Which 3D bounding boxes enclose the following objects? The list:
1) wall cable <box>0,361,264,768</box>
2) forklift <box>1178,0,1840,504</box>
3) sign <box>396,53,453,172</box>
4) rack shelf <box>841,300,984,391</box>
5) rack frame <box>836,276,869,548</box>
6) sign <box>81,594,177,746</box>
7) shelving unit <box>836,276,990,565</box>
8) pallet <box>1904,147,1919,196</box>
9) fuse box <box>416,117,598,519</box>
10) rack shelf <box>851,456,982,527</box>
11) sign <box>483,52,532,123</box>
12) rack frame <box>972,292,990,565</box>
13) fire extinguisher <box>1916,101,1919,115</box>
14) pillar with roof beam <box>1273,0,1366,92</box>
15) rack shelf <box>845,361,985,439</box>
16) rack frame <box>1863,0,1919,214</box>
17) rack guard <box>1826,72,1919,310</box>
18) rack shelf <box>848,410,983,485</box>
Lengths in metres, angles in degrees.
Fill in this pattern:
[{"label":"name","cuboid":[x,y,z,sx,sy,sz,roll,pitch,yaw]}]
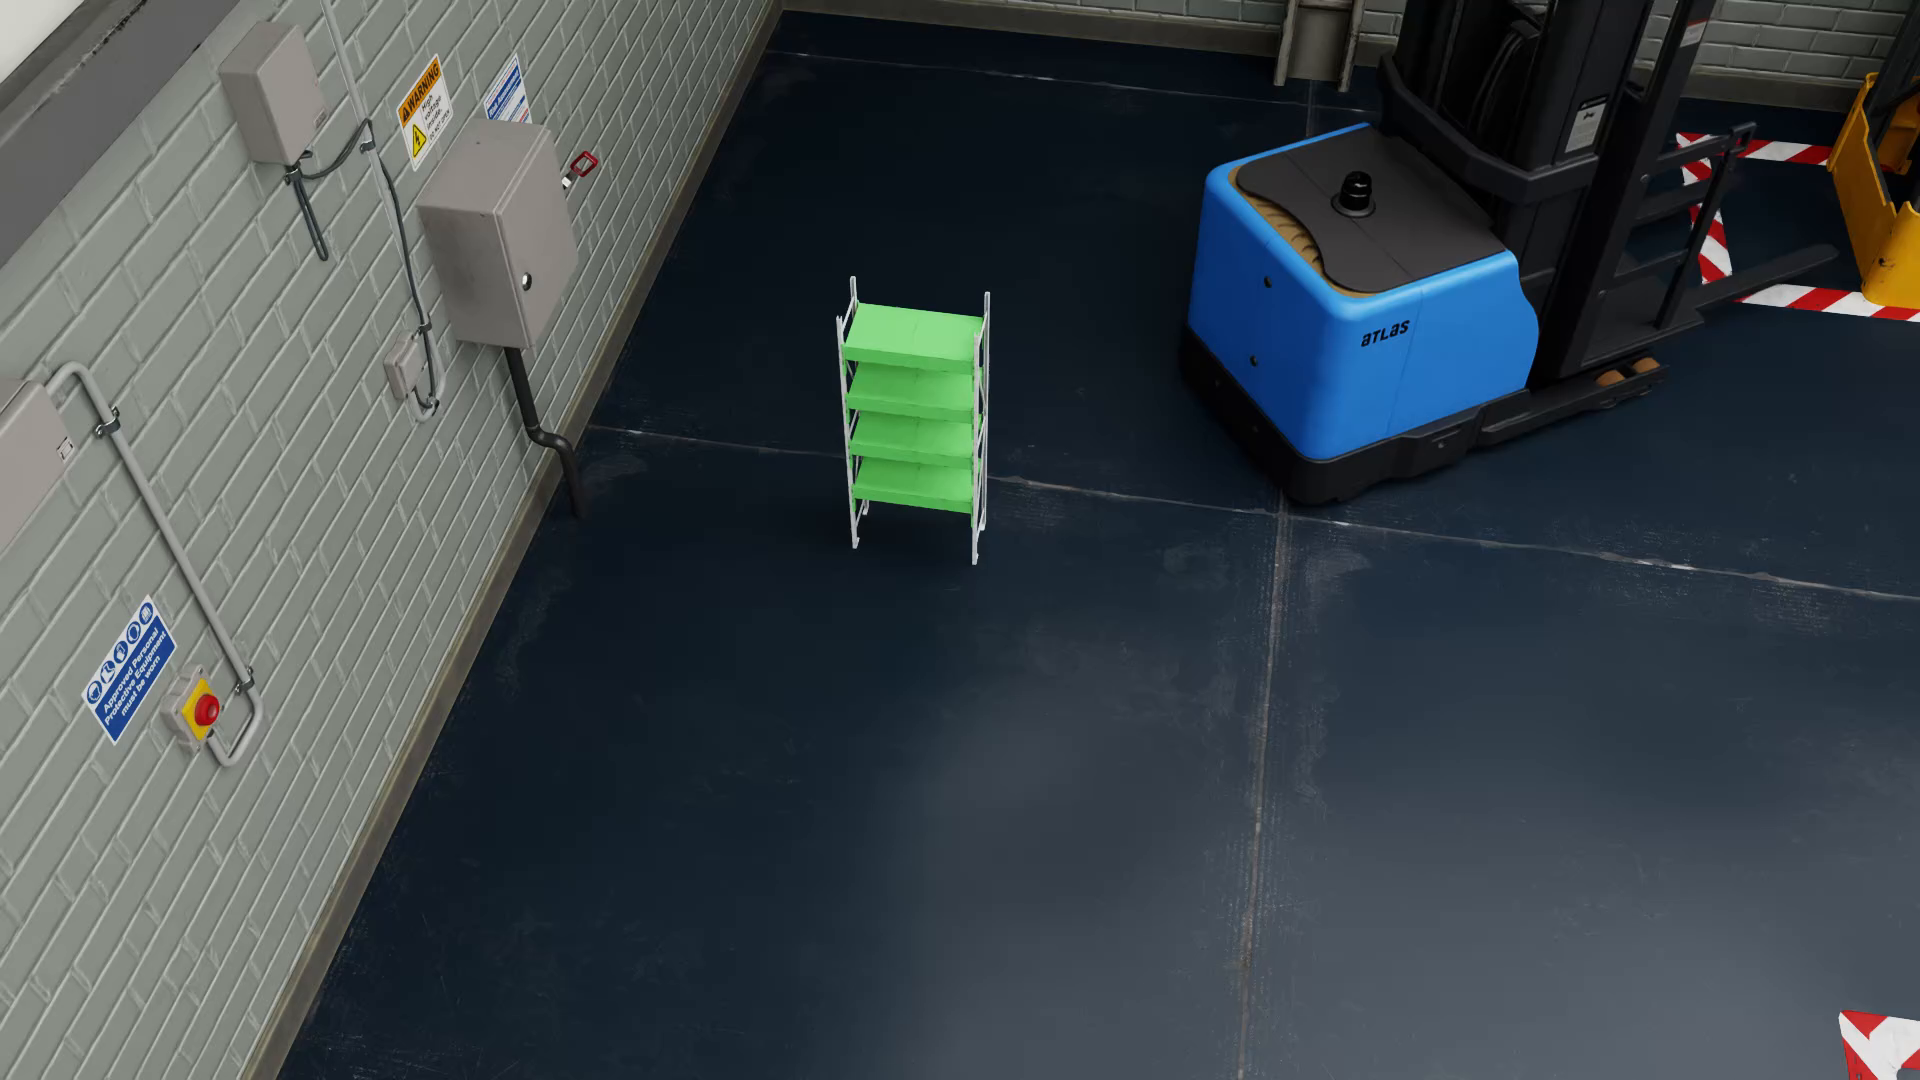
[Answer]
[{"label":"wall cable","cuboid":[-2.038,0.042,3.963,0.123,1.953,0.585,8,49,7]},{"label":"forklift","cuboid":[2.519,-1.888,6.448,3.031,2.935,1.130,-20,51,-17]},{"label":"sign","cuboid":[-1.734,-1.389,5.398,0.001,0.242,0.339,8,49,7]},{"label":"rack shelf","cuboid":[-0.163,-0.701,5.986,0.480,0.148,0.258,8,49,7]},{"label":"rack frame","cuboid":[-0.403,-0.455,6.324,0.015,1.200,0.240,8,49,7]},{"label":"sign","cuboid":[-2.107,0.329,4.228,0.001,0.218,0.327,8,49,7]},{"label":"shelving unit","cuboid":[-0.163,-0.423,6.295,0.503,1.200,0.258,8,49,7]},{"label":"pallet","cuboid":[5.254,-1.466,7.897,1.213,0.211,1.003,8,49,7]},{"label":"fuse box","cuboid":[-1.521,-0.695,6.196,0.414,1.711,0.539,8,49,7]},{"label":"rack shelf","cuboid":[-0.163,-0.220,6.521,0.480,0.148,0.258,8,49,7]},{"label":"sign","cuboid":[-1.637,-1.483,6.102,0.001,0.494,0.329,8,49,7]},{"label":"rack frame","cuboid":[0.077,-0.391,6.266,0.015,1.200,0.240,8,49,7]},{"label":"fire extinguisher","cuboid":[4.167,-2.043,6.844,0.183,0.674,0.296,8,49,7]},{"label":"pillar with roof beam","cuboid":[1.135,-2.383,2.813,0.400,9.000,9.100,8,49,7]},{"label":"rack shelf","cuboid":[-0.163,-0.541,6.164,0.480,0.148,0.258,8,49,7]},{"label":"rack frame","cuboid":[4.394,-2.513,6.963,0.127,3.000,1.000,8,49,7]},{"label":"rack guard","cuboid":[4.469,-1.667,7.884,0.348,0.500,1.175,8,49,7]},{"label":"rack shelf","cuboid":[-0.163,-0.380,6.343,0.480,0.148,0.258,8,49,7]}]
